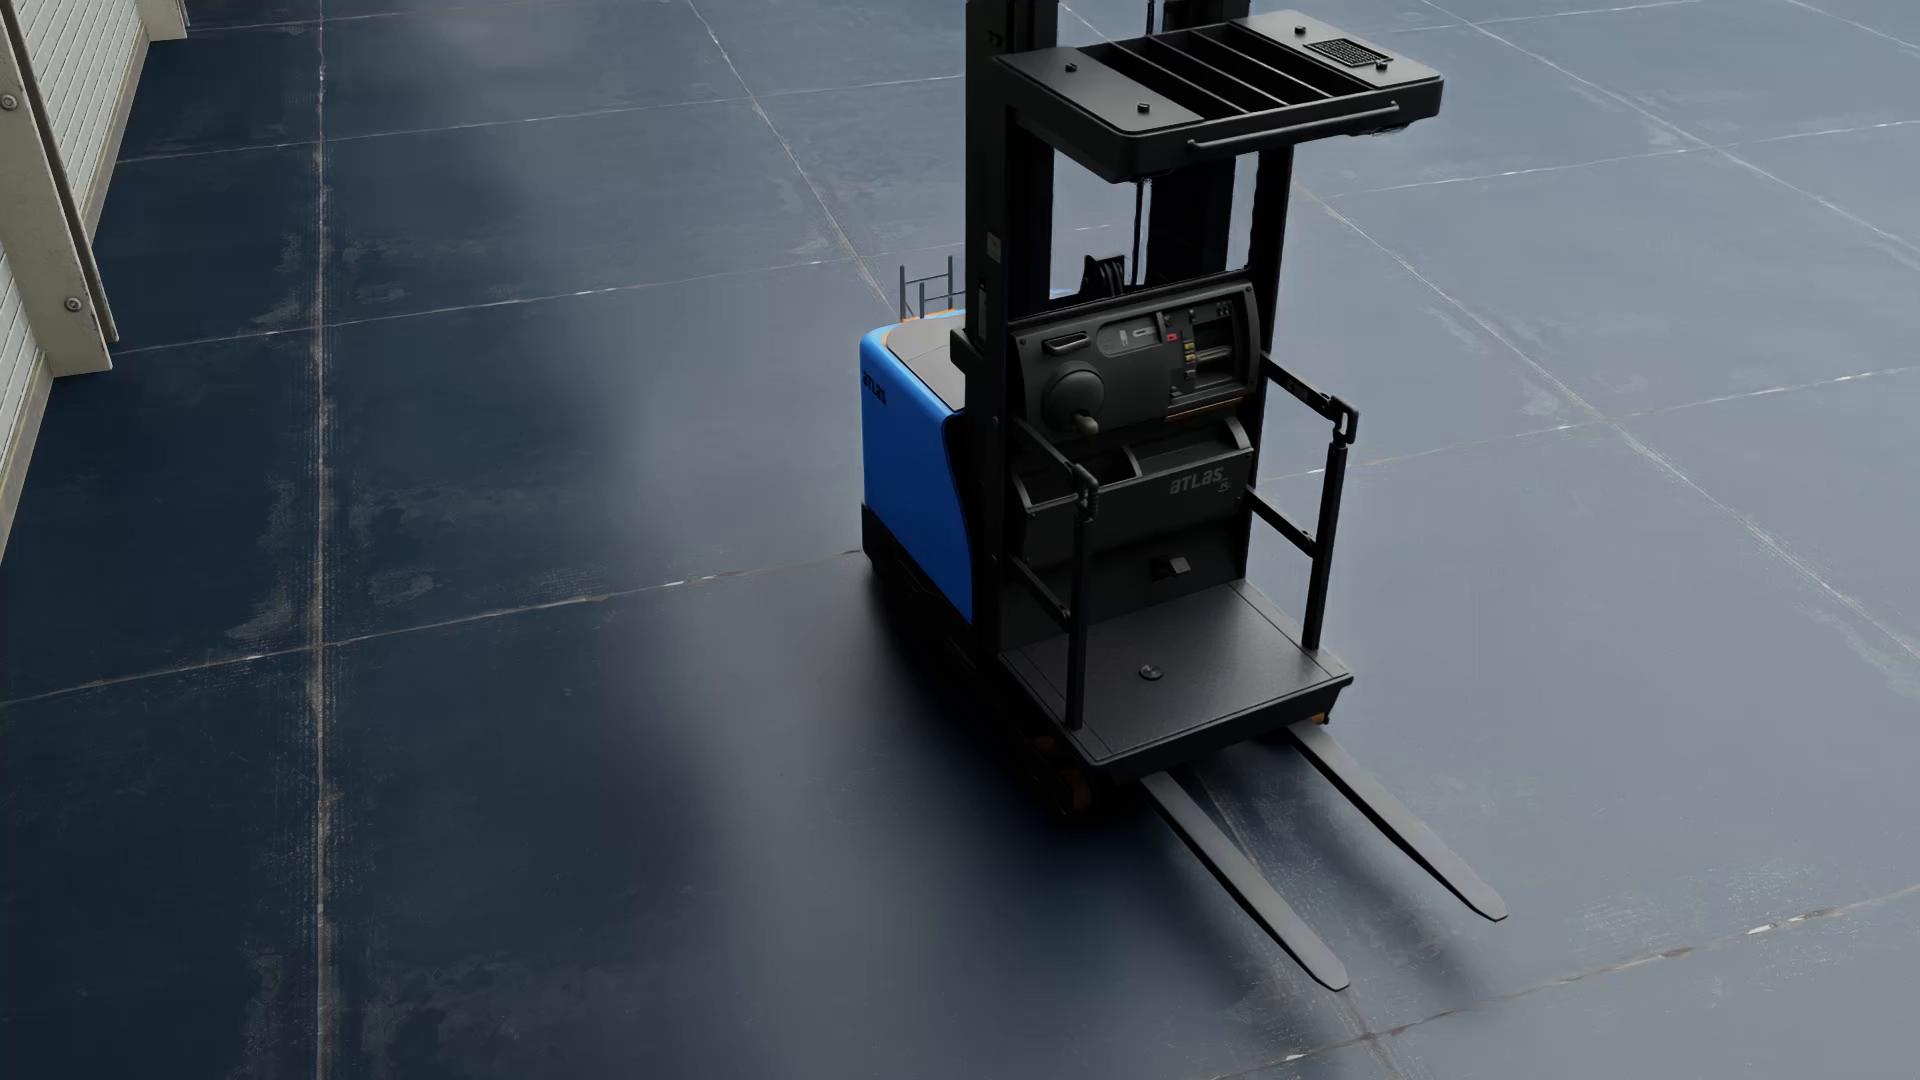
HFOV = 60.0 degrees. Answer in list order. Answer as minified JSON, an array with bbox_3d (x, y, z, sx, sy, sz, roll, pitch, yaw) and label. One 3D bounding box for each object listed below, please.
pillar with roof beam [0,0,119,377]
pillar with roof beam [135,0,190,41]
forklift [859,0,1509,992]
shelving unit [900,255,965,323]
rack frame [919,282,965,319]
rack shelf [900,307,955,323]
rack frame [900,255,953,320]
[{"bbox_3d":[-0.486,-5.435,7.312,9.100,9.000,0.400,-10,35,-15],"label":"pillar with roof beam"},{"bbox_3d":[-2.316,-8.585,12.079,9.100,9.000,0.400,-10,35,-15],"label":"pillar with roof beam"},{"bbox_3d":[0.705,-0.546,5.418,1.130,2.935,3.031,-16,37,-22],"label":"forklift"},{"bbox_3d":[-0.096,-0.597,7.065,0.258,1.200,0.189,-16,37,-22],"label":"shelving unit"},{"bbox_3d":[-0.054,-0.552,6.997,0.240,1.200,0.006,-16,37,-22],"label":"rack frame"},{"bbox_3d":[-0.096,-0.860,6.891,0.258,0.103,0.180,-16,37,-22],"label":"rack shelf"},{"bbox_3d":[-0.137,-0.642,7.133,0.240,1.200,0.006,-16,37,-22],"label":"rack frame"}]
